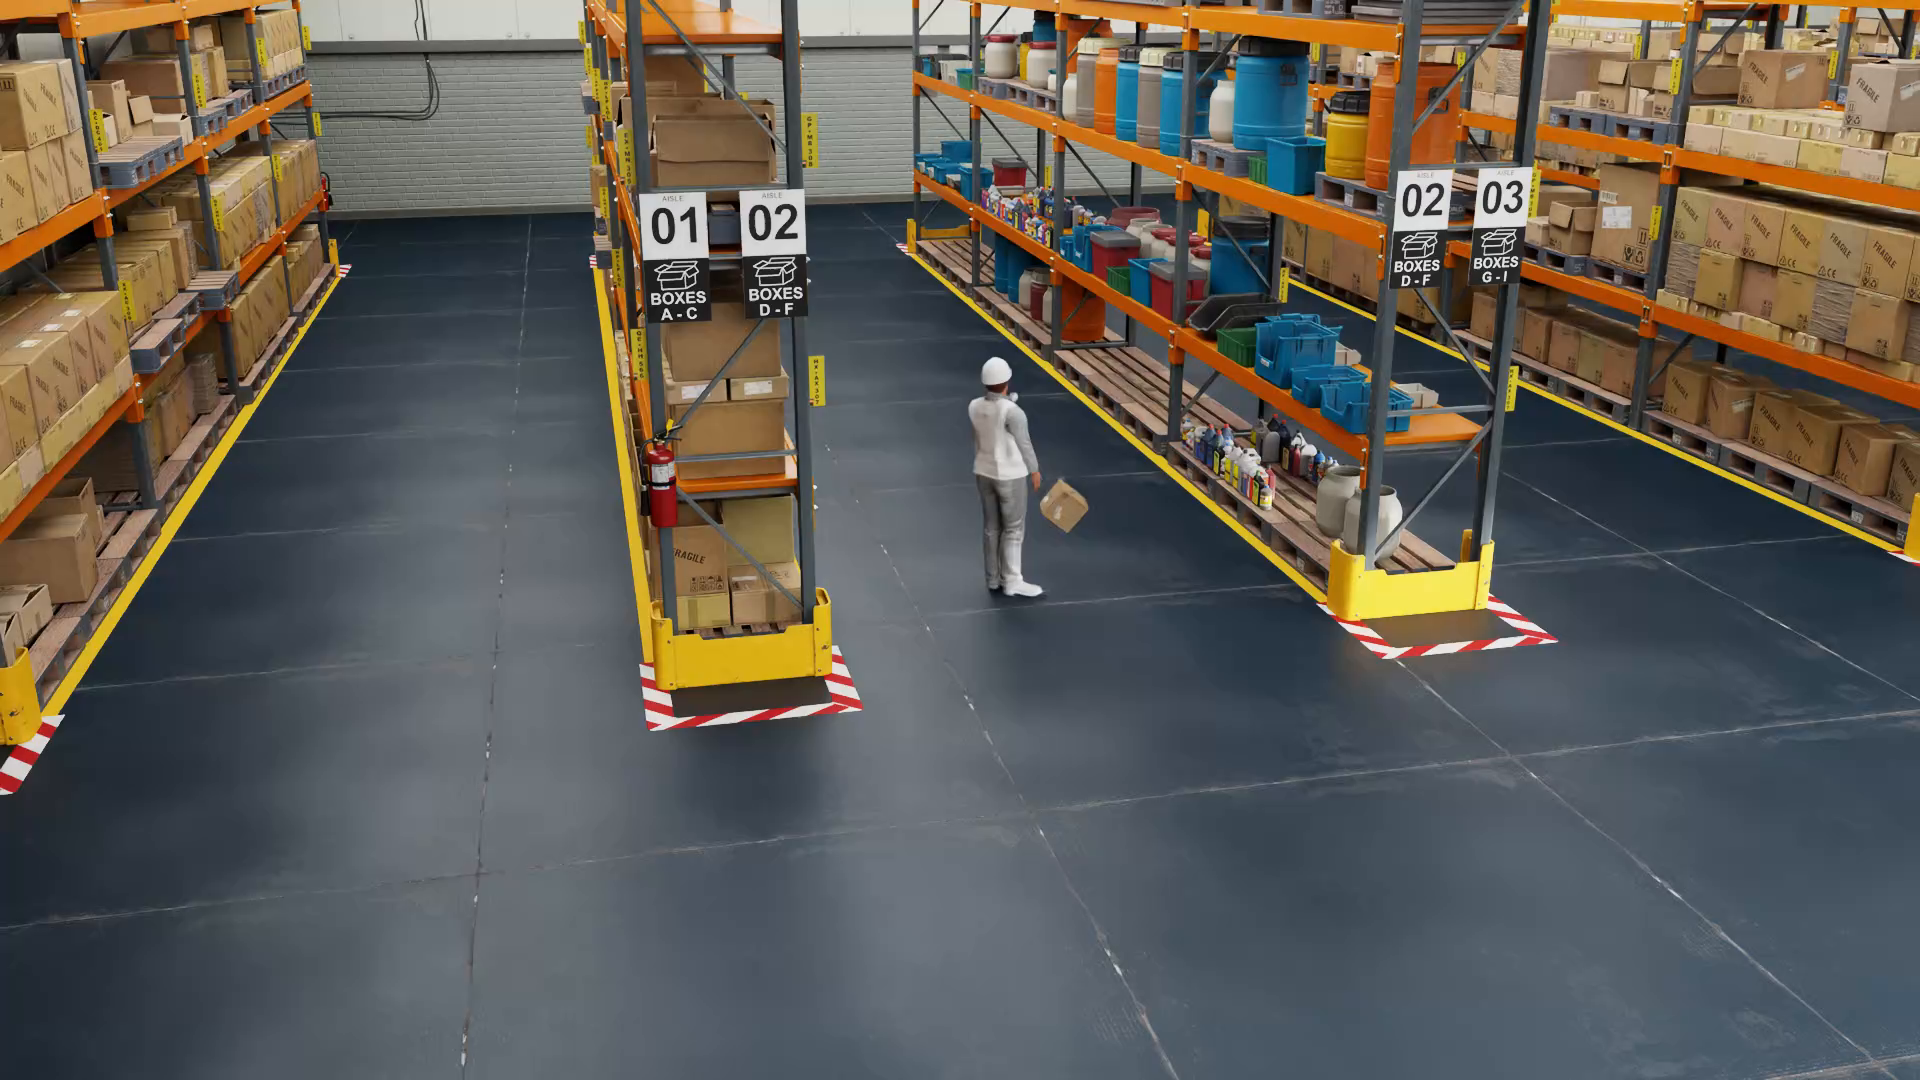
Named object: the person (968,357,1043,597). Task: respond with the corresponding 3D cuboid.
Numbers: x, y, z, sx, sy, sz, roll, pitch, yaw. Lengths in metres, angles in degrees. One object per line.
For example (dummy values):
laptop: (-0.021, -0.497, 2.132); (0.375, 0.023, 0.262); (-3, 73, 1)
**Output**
person: (0.347, -0.484, 12.360); (0.612, 1.778, 0.419); (18, 26, 42)
